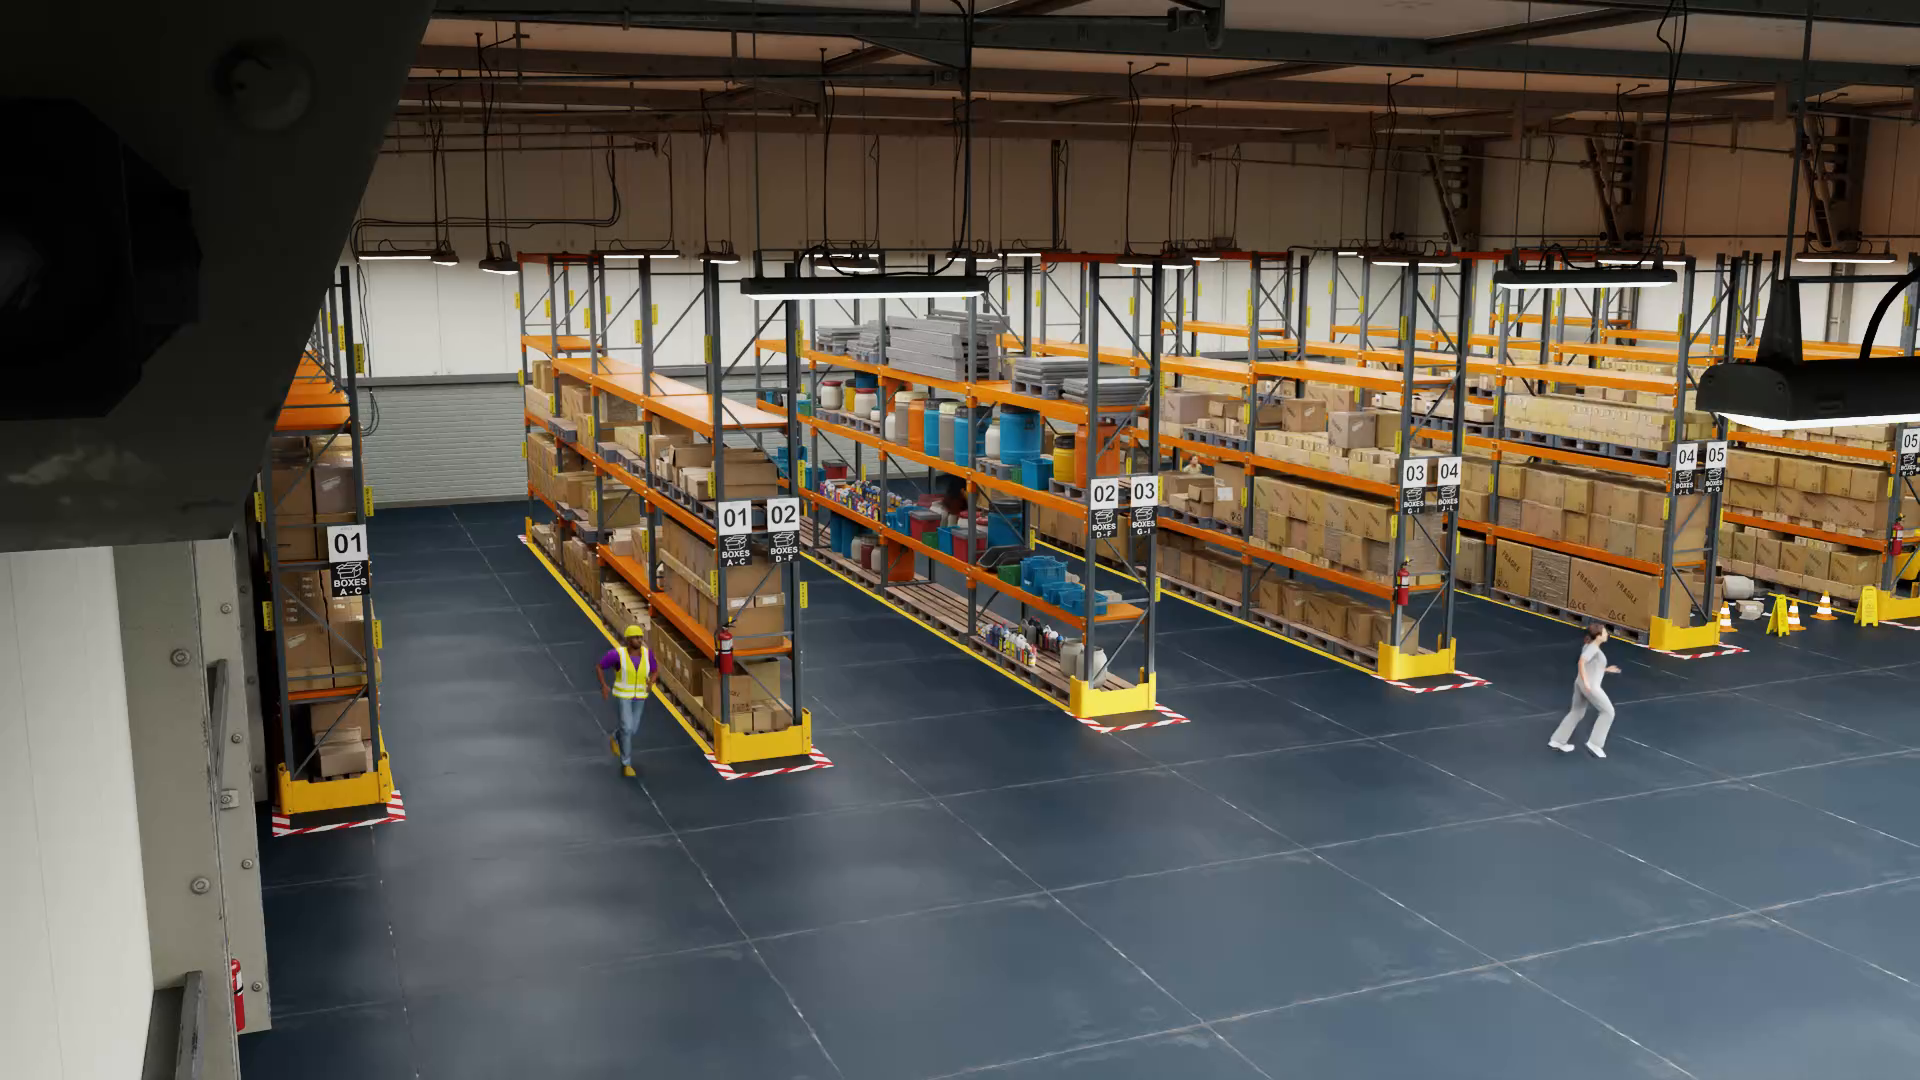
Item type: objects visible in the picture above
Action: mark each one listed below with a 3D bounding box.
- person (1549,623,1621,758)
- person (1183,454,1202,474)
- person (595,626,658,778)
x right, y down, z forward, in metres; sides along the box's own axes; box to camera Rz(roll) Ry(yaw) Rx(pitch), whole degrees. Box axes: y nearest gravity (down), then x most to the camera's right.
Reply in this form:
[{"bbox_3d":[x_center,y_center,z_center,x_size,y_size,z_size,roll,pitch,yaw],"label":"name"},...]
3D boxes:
[{"bbox_3d":[7.691,1.848,20.402,0.817,1.699,0.480,0,10,1],"label":"person"},{"bbox_3d":[5.120,-1.091,36.411,0.616,1.616,0.702,-4,11,-23],"label":"person"},{"bbox_3d":[-3.966,1.888,19.984,0.738,1.765,0.877,-7,12,-33],"label":"person"}]
